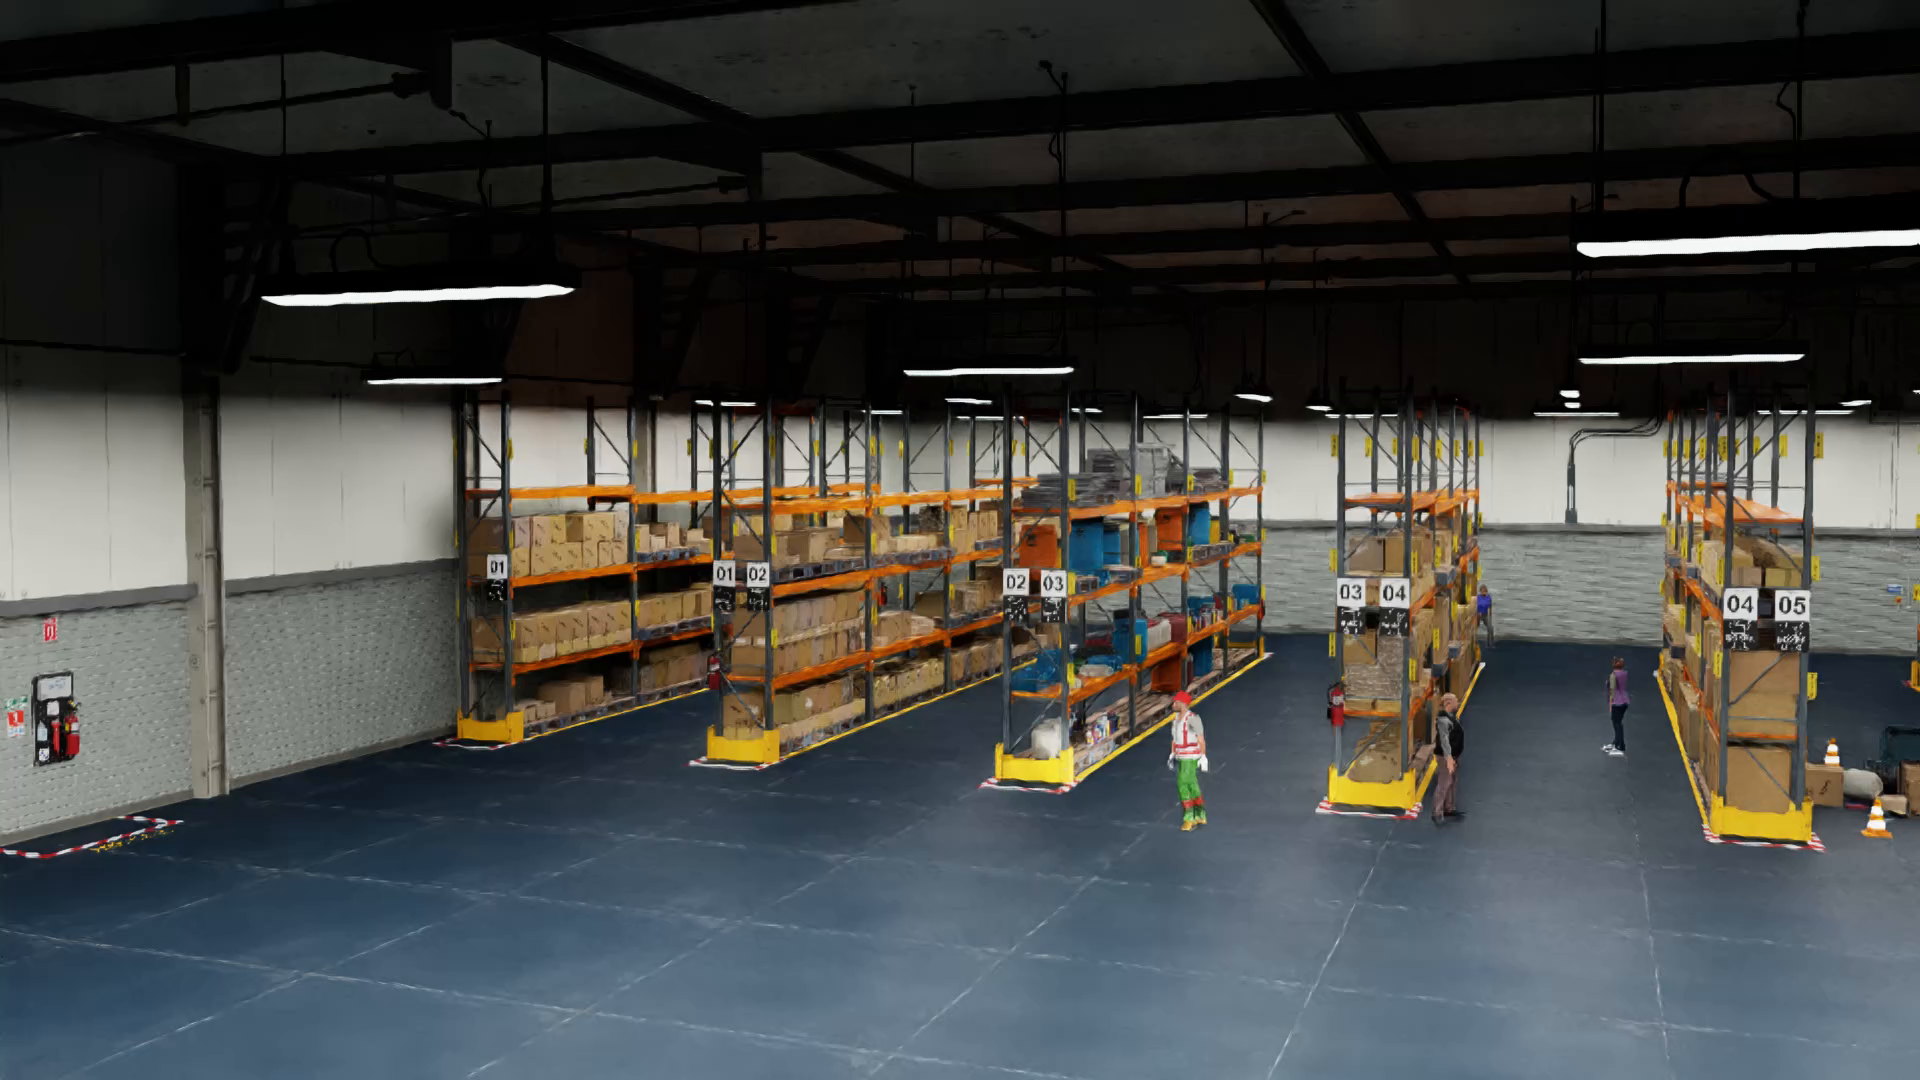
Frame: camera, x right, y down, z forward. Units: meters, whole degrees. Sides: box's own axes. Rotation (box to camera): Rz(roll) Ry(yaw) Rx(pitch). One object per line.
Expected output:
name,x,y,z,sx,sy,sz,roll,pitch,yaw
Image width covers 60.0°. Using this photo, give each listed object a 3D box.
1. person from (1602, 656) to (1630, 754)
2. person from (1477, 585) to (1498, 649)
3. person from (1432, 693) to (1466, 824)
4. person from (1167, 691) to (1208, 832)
person,10.738,2.697,27.238,0.467,1.588,0.453,-2,4,-38
person,13.091,1.906,41.653,0.621,1.588,0.828,0,3,4
person,6.541,3.002,22.242,0.384,1.520,0.688,2,4,27
person,3.040,2.897,22.028,0.493,1.795,0.622,-1,3,-19
